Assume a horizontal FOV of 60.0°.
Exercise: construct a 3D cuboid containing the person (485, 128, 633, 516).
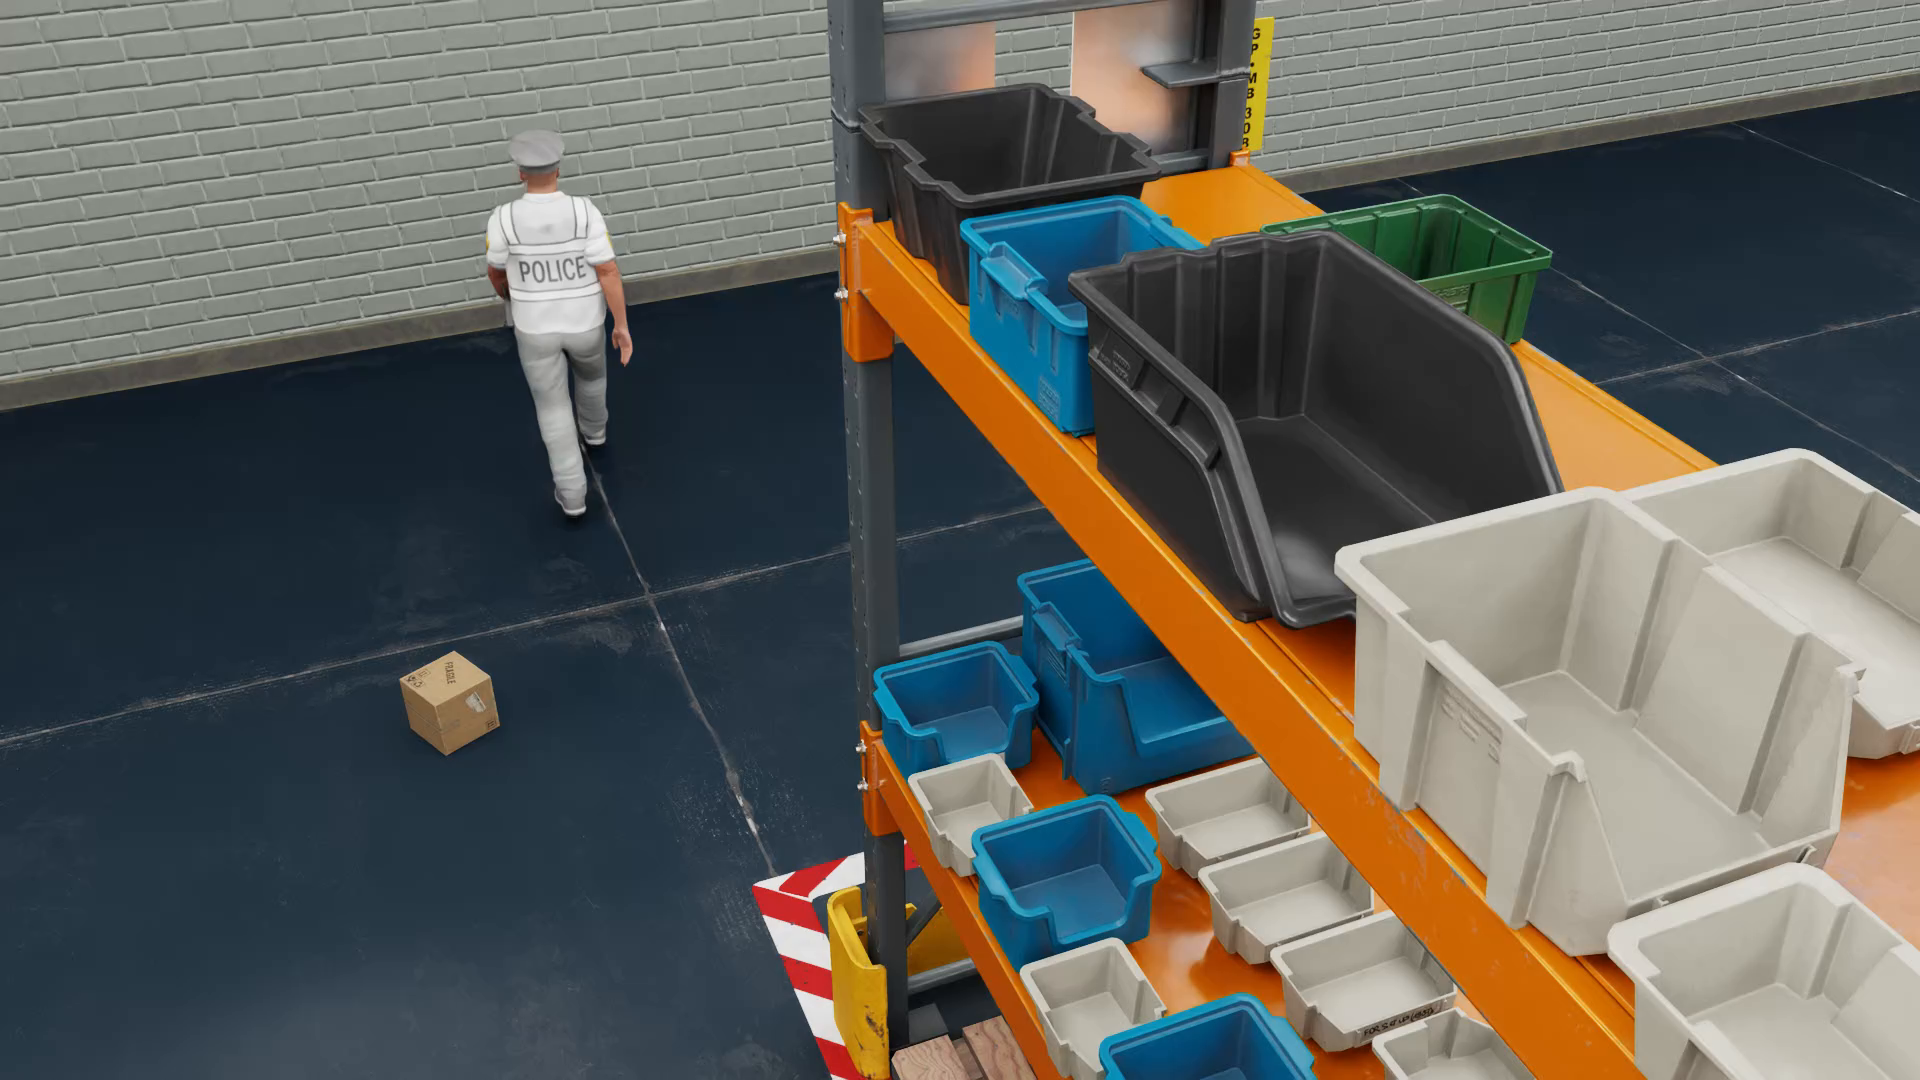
[{"bbox_3d":[-1.868,-1.069,7.727,0.570,1.726,0.970,-11,35,-17],"label":"person"}]
